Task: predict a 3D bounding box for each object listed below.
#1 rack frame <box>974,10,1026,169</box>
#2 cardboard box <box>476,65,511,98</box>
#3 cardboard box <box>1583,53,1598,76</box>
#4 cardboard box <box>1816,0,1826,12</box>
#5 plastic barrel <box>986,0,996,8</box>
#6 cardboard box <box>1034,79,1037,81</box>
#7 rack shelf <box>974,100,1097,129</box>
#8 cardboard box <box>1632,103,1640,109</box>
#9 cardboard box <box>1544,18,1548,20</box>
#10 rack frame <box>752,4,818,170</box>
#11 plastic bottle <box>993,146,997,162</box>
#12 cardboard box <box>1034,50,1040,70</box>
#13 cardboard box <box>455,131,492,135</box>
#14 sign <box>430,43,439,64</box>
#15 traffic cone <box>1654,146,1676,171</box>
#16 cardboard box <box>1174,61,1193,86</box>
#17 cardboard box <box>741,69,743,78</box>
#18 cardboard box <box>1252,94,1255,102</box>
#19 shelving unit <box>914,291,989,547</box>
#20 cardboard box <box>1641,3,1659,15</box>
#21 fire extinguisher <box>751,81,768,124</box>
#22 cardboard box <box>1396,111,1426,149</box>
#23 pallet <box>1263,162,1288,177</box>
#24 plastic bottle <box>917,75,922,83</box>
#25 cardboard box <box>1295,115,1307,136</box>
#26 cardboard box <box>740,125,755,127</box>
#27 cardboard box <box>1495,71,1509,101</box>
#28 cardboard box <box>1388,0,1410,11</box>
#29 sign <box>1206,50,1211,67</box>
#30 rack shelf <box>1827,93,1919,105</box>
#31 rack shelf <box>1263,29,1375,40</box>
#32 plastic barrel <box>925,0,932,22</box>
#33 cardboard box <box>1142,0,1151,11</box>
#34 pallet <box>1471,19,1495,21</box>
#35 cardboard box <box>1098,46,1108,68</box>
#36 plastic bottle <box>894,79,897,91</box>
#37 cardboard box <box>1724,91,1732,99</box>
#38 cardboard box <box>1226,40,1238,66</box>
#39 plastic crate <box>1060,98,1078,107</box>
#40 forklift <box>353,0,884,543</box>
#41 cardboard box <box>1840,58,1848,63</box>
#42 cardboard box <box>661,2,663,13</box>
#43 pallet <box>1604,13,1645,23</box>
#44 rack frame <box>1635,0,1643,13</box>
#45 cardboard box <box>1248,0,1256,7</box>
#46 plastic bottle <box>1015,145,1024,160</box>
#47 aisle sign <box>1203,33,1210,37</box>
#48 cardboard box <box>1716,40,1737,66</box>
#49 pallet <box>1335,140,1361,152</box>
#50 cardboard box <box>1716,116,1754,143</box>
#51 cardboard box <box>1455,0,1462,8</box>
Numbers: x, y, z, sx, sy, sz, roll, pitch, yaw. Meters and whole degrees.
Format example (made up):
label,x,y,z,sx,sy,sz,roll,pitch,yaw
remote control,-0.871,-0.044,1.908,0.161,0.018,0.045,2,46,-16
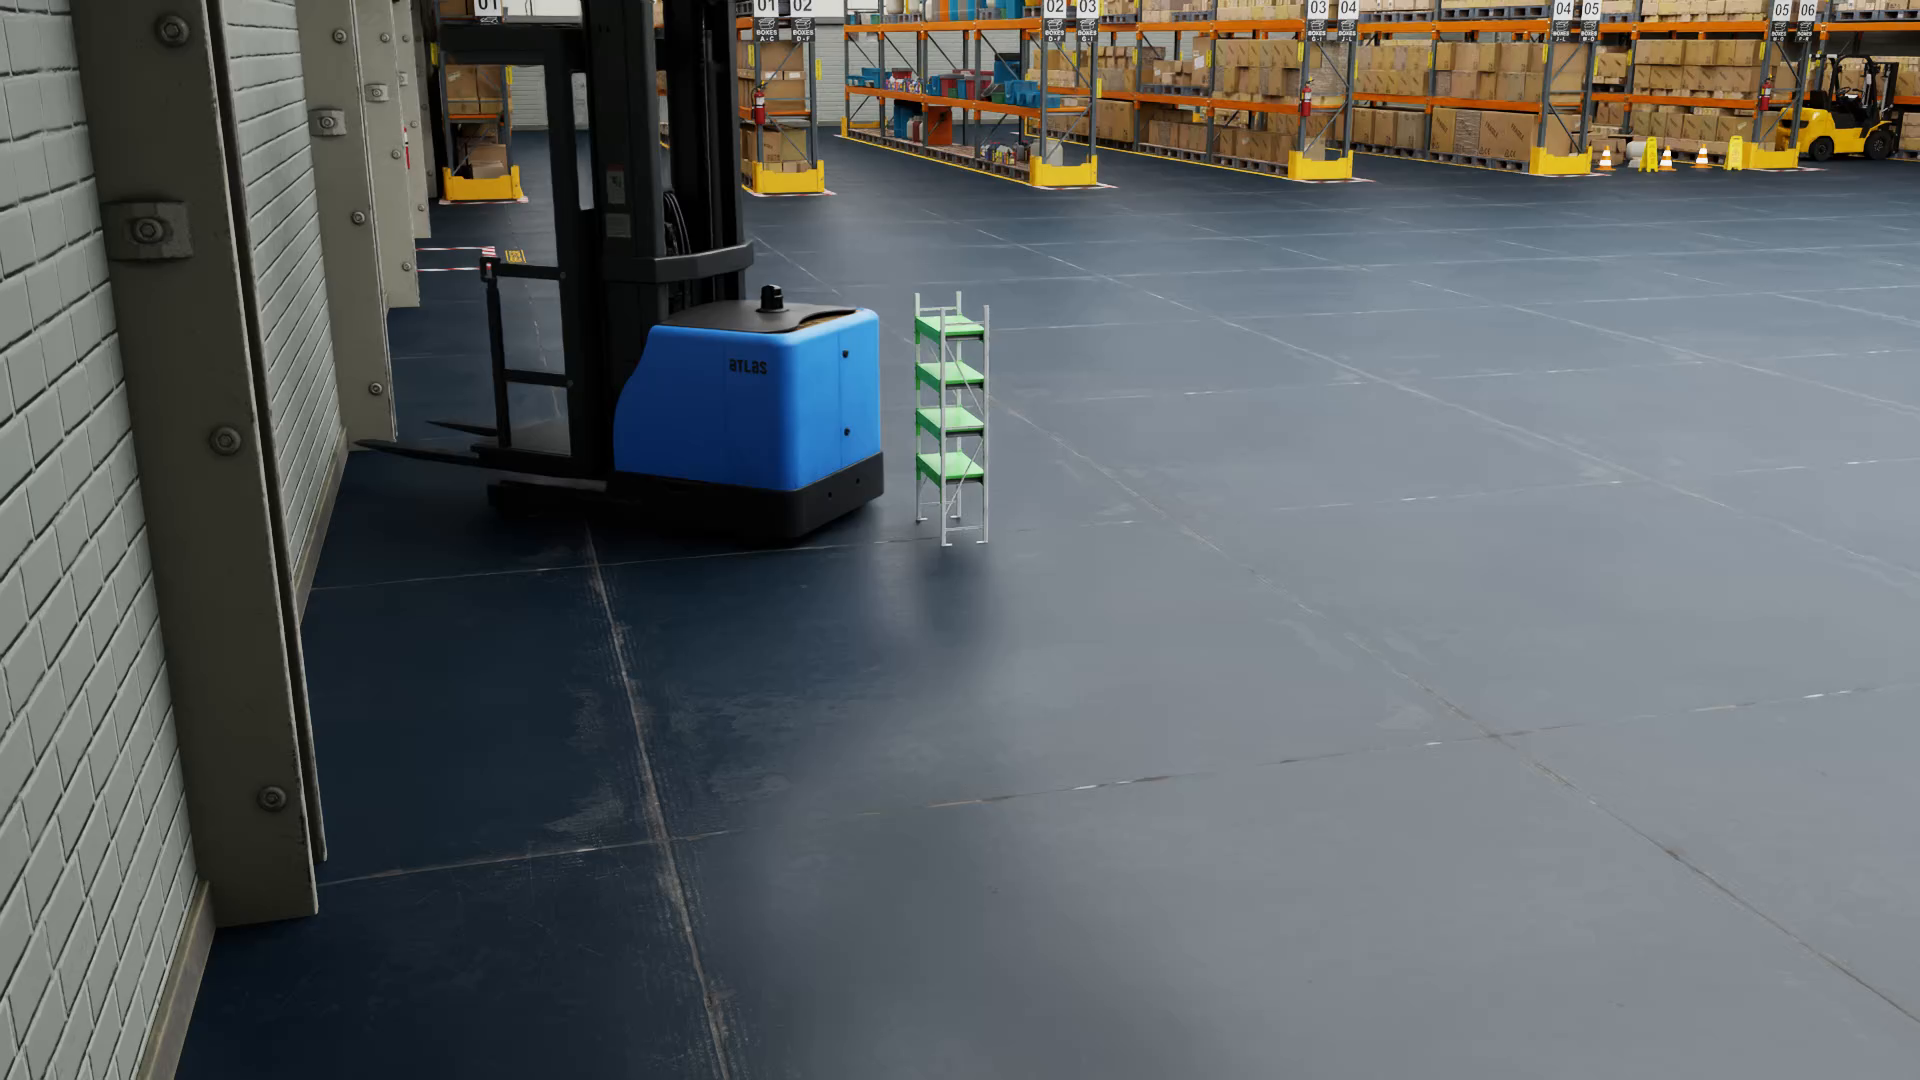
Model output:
label,x,y,z,sx,sy,sz,roll,pitch,yaw
rack frame,0.784,-8.794,32.514,1.000,3.000,0.127,-5,17,-15
cardboard box,-7.485,-7.357,26.652,0.500,0.500,0.500,-5,17,-15
cardboard box,14.453,-10.750,37.606,0.500,0.500,0.500,-4,17,-13
cardboard box,19.413,-12.186,37.844,0.500,0.311,0.500,-5,18,-17
plastic barrel,0.713,-10.351,31.558,0.421,0.512,0.421,0,17,0
cardboard box,2.171,-12.119,44.018,0.380,0.149,0.250,-5,17,-17
rack shelf,1.333,-7.896,30.776,1.077,0.370,4.000,-5,17,-15
cardboard box,17.909,-11.414,43.722,0.380,0.149,0.250,-4,17,-13
cardboard box,13.968,-12.276,39.127,0.396,0.266,0.258,-5,17,-15
rack frame,-2.881,-7.297,27.530,1.000,3.000,0.127,-5,17,-15
plastic bottle,0.664,-7.346,31.652,0.061,0.283,0.133,-4,17,-13
cardboard box,2.258,-12.642,43.765,0.500,0.500,0.500,-5,17,-17
cardboard box,-9.564,-7.784,32.732,0.700,0.500,0.500,-5,17,-15
sign,-8.182,-7.572,25.883,0.100,0.325,0.005,-5,17,-15
traffic cone,13.841,-7.483,32.559,0.336,0.463,0.334,-5,17,-15
cardboard box,4.981,-9.908,35.314,0.797,0.503,0.637,-3,17,-10
cardboard box,-3.663,-8.244,29.382,0.380,0.149,0.250,-5,17,-16
cardboard box,5.853,-8.503,31.980,0.380,0.149,0.250,-5,17,-15
shelving unit,-0.045,-0.620,8.432,0.258,1.200,0.503,-5,17,-15
cardboard box,14.932,-11.333,35.496,0.500,0.250,0.500,-5,17,-16
fire extinguisher,-3.295,-7.190,27.310,0.296,0.674,0.183,-5,17,-15
cardboard box,10.085,-8.838,35.841,1.050,0.750,0.750,-5,17,-16
pallet,6.435,-6.992,31.363,1.003,0.211,1.213,-5,17,-15
plastic bottle,-0.936,-10.692,38.919,0.144,0.351,0.185,-5,17,-15
cardboard box,8.511,-10.110,40.511,0.500,0.500,0.500,-6,18,-18
cardboard box,-3.879,-7.217,30.011,0.500,0.500,0.500,-5,17,-15
cardboard box,11.091,-8.929,32.704,0.875,0.550,0.550,-5,17,-15
cardboard box,9.649,-11.660,36.093,0.500,0.311,0.500,-5,18,-17
sign,5.013,-9.695,33.501,0.100,0.325,0.005,-5,17,-15
rack shelf,20.395,-9.465,35.997,1.077,0.370,4.000,-5,17,-15
rack shelf,8.694,-12.301,40.227,1.077,0.370,4.000,-5,17,-15
plastic barrel,-0.525,-11.280,35.383,0.421,0.512,0.421,0,17,0
cardboard box,4.328,-11.866,36.483,0.500,0.500,0.500,-5,17,-15
pallet,13.437,-12.905,41.313,1.003,0.211,1.213,-4,17,-13
cardboard box,3.708,-11.560,39.804,0.797,0.503,0.637,-5,17,-15
plastic bottle,-1.480,-10.570,38.630,0.061,0.283,0.133,-5,17,-15
cardboard box,15.639,-8.963,33.512,0.380,0.149,0.250,-5,17,-16
cardboard box,5.564,-9.572,32.675,0.500,0.500,0.500,-5,17,-15
plastic crate,1.946,-7.834,29.777,0.298,0.136,0.250,-5,17,-15
forklift,-1.973,-1.654,8.862,3.031,2.935,1.130,8,18,24
cardboard box,19.824,-10.688,37.001,0.380,0.149,0.250,-4,17,-14
cardboard box,-6.708,-12.472,38.936,0.500,0.250,0.500,-5,17,-15
pallet,15.007,-11.495,36.618,1.213,0.211,1.003,-5,17,-15
rack frame,15.074,-12.842,35.563,1.000,3.000,0.127,-5,17,-15
cardboard box,5.733,-10.269,31.779,0.380,0.149,0.250,-5,17,-16
plastic bottle,1.155,-7.473,32.086,0.152,0.276,0.135,-5,17,-15
aisle sign,6.736,-14.111,45.694,0.394,0.787,0.004,-5,17,-15
cardboard box,15.691,-9.796,33.422,0.700,0.500,0.500,-5,17,-15
pallet,9.388,-9.097,38.369,1.003,0.211,1.213,-5,17,-15
cardboard box,15.703,-8.307,33.639,0.500,0.500,0.500,-5,17,-15
cardboard box,10.256,-10.847,33.667,0.380,0.149,0.250,-5,17,-15
